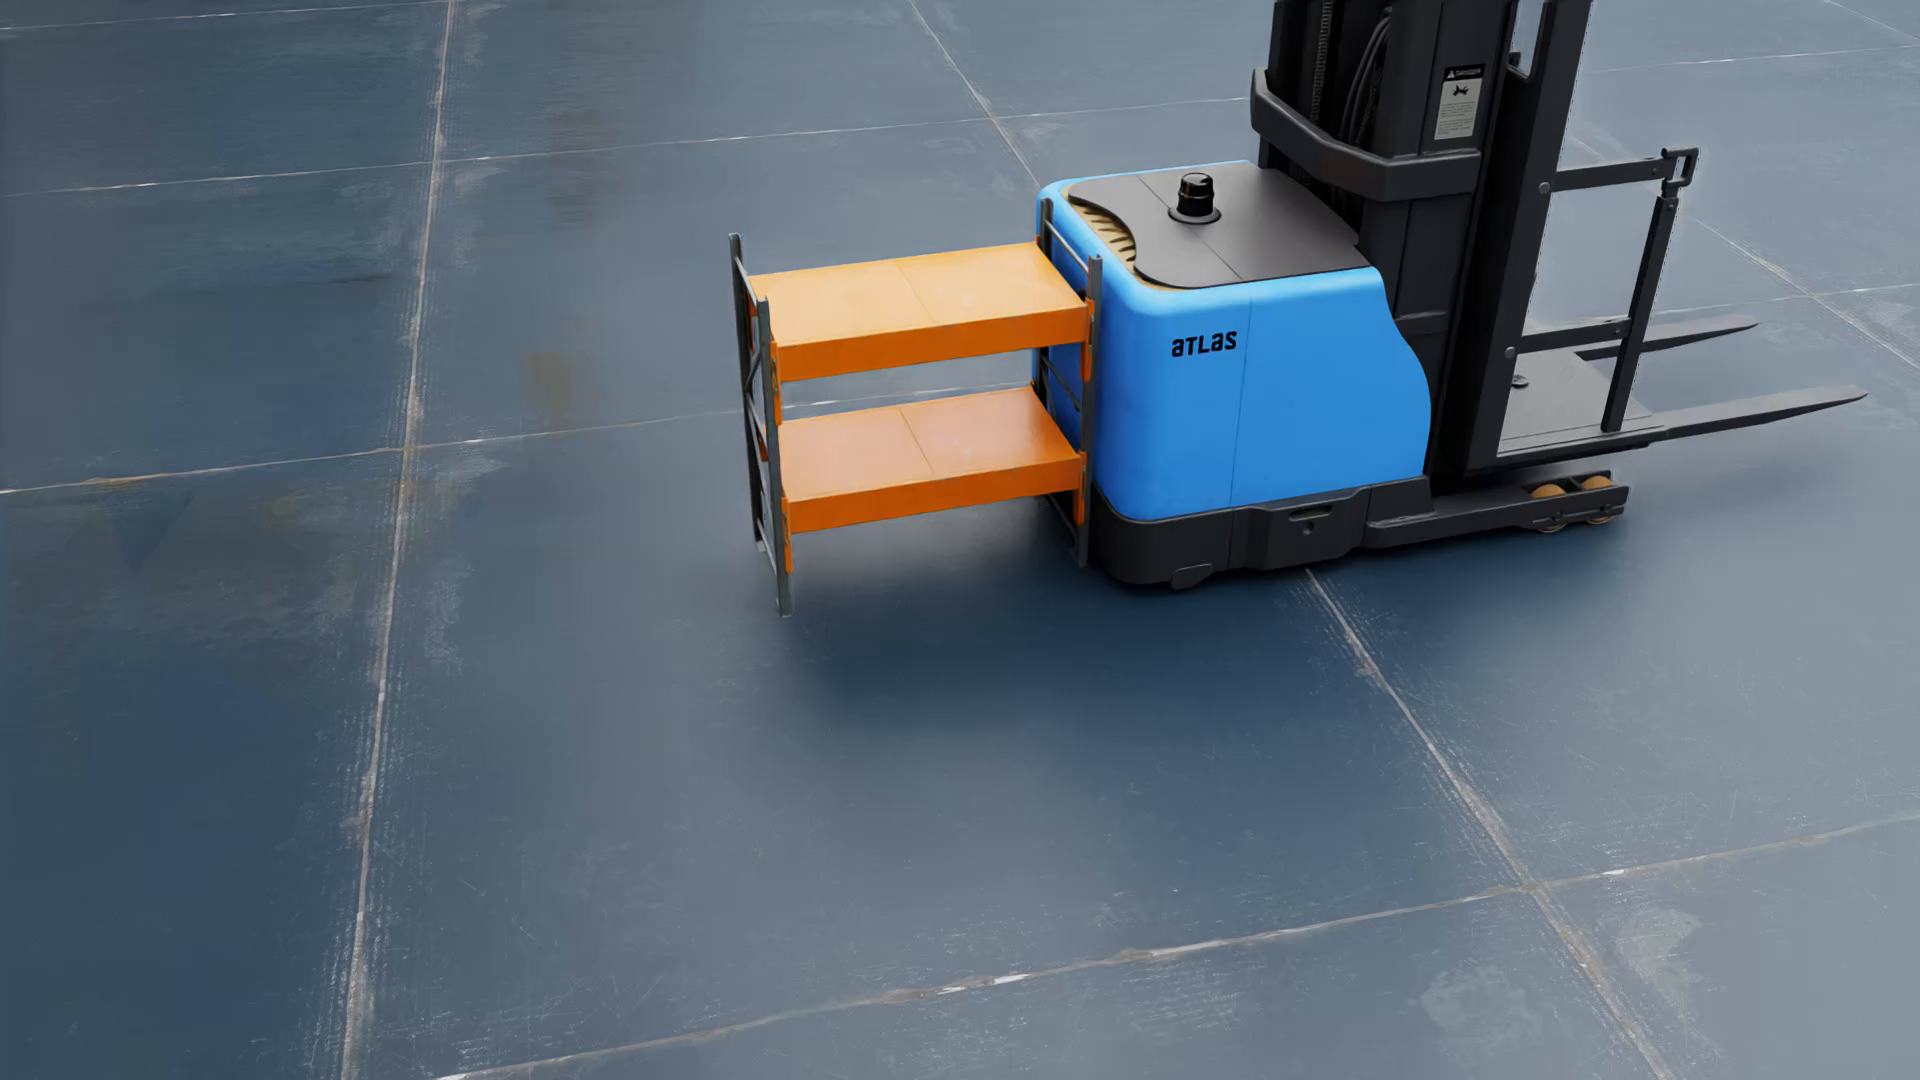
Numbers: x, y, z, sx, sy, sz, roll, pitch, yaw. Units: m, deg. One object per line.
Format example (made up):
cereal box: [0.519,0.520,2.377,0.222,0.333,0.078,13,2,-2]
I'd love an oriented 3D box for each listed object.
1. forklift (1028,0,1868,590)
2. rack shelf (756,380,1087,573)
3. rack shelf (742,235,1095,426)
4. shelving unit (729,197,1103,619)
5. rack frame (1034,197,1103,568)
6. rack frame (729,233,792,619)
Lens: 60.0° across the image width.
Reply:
forklift: [1.820,-1.515,5.377,3.031,2.935,1.130,-9,35,-14]
rack shelf: [-0.143,-0.226,5.516,1.000,0.278,0.538,-9,35,-14]
rack shelf: [-0.143,-0.672,5.216,1.000,0.278,0.538,-9,35,-14]
shelving unit: [-0.143,-0.429,5.379,1.048,1.125,0.538,-9,35,-14]
rack frame: [0.345,-0.509,5.498,0.032,1.125,0.500,-9,35,-14]
rack frame: [-0.630,-0.349,5.260,0.032,1.125,0.500,-9,35,-14]
